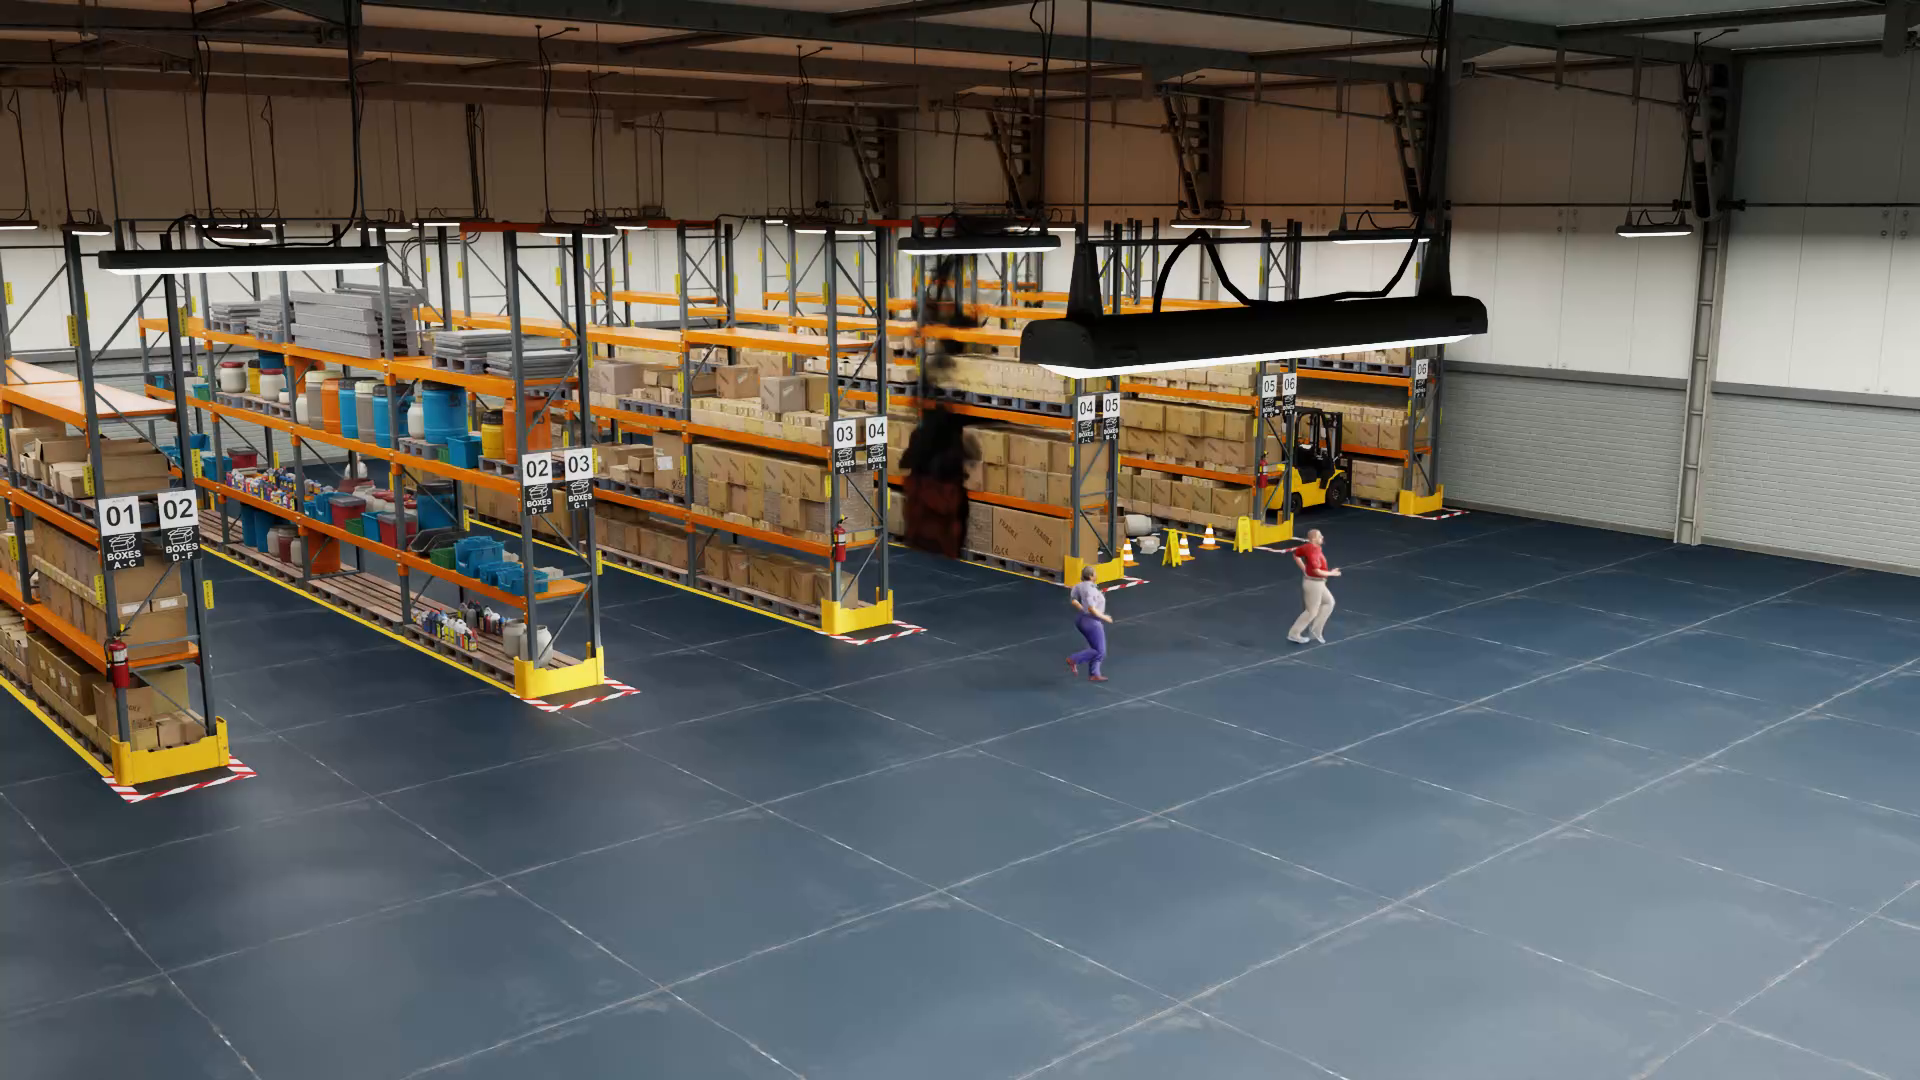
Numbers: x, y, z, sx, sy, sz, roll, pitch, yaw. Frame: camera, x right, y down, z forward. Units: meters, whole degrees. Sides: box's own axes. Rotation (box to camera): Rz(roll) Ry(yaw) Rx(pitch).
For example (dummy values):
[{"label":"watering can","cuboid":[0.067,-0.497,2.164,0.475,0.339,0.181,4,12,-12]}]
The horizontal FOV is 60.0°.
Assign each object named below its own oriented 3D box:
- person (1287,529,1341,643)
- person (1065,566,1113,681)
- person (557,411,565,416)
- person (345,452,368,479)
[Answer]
[{"label":"person","cuboid":[5.160,0.694,24.236,0.737,1.754,0.671,1,11,4]},{"label":"person","cuboid":[1.693,1.135,22.238,0.685,1.618,0.607,-4,12,-19]},{"label":"person","cuboid":[-9.369,-2.185,38.584,0.732,1.648,0.598,-7,14,-33]},{"label":"person","cuboid":[-11.646,-0.930,32.280,0.652,1.653,0.540,11,16,43]}]
